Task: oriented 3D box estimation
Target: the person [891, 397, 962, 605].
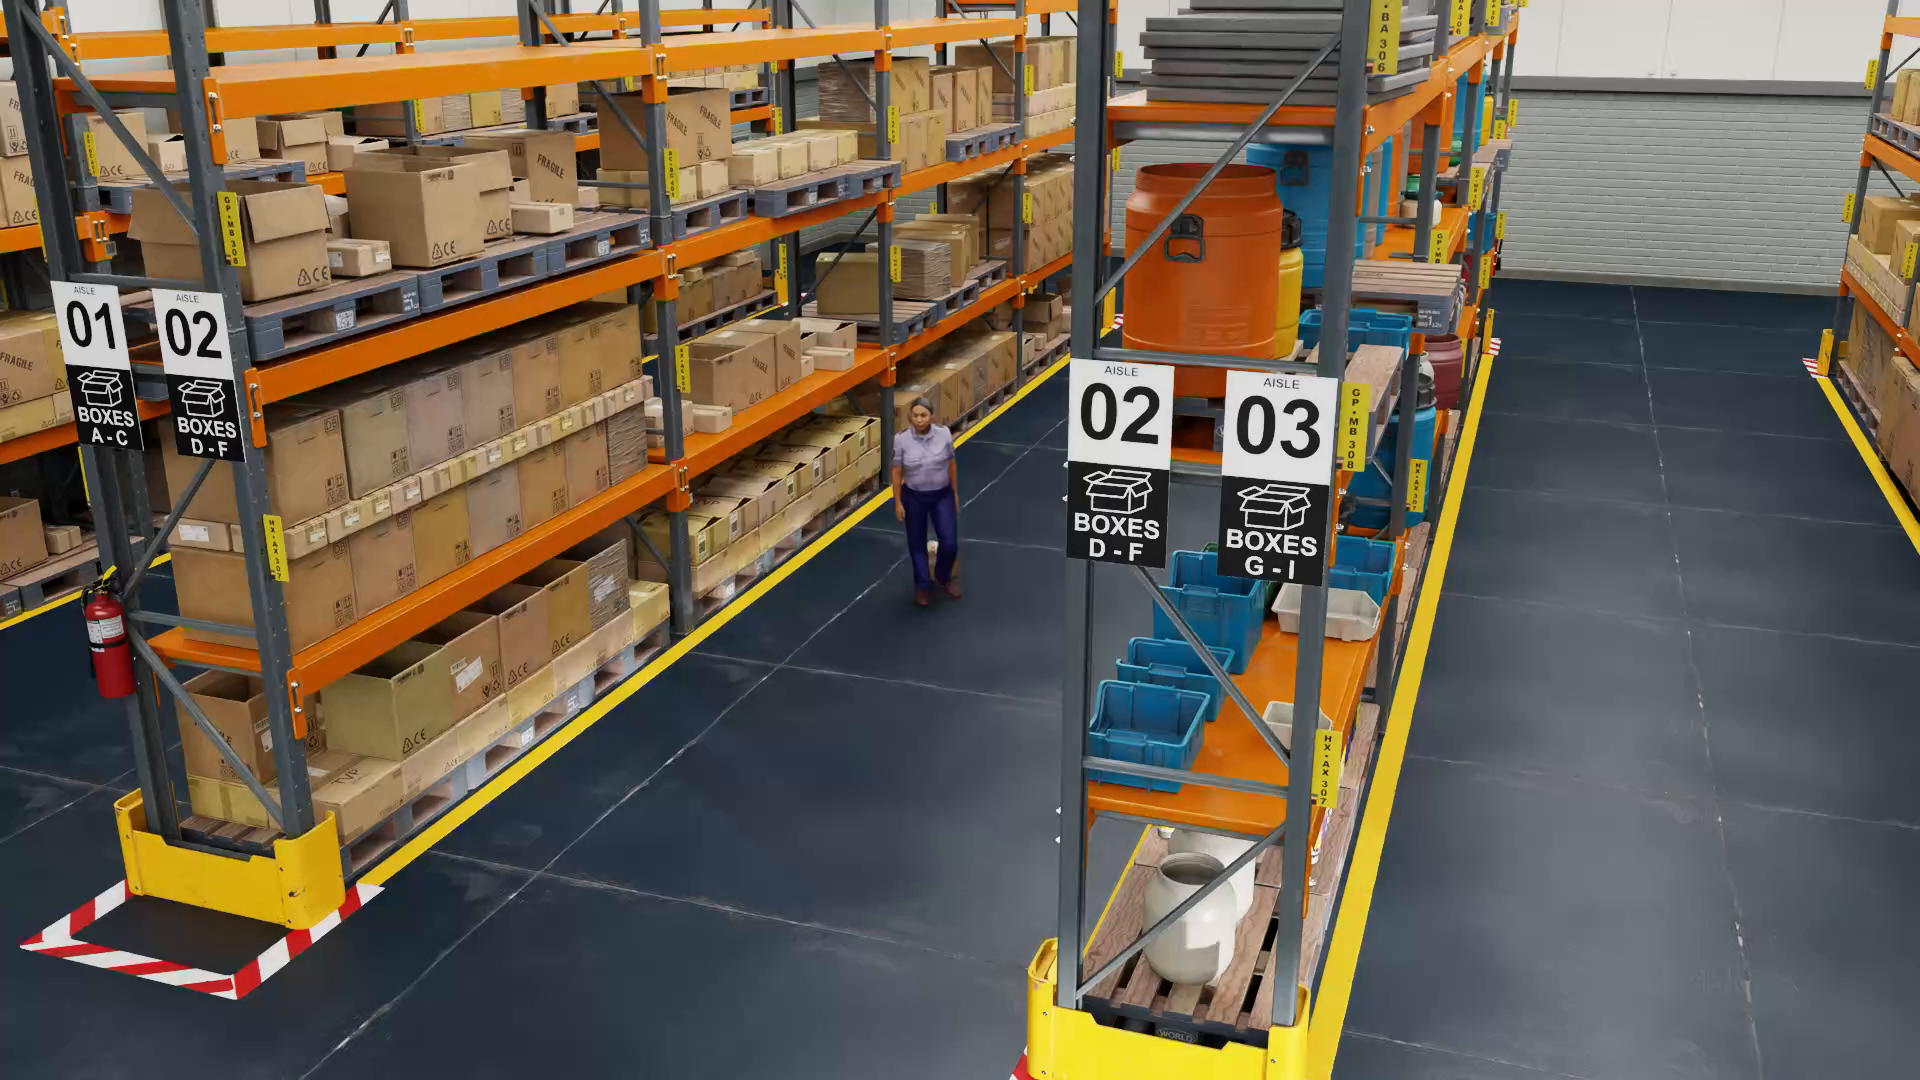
[{"bbox_3d":[-0.246,-0.289,12.395,0.532,1.633,0.471,-1,19,-4],"label":"person"}]
